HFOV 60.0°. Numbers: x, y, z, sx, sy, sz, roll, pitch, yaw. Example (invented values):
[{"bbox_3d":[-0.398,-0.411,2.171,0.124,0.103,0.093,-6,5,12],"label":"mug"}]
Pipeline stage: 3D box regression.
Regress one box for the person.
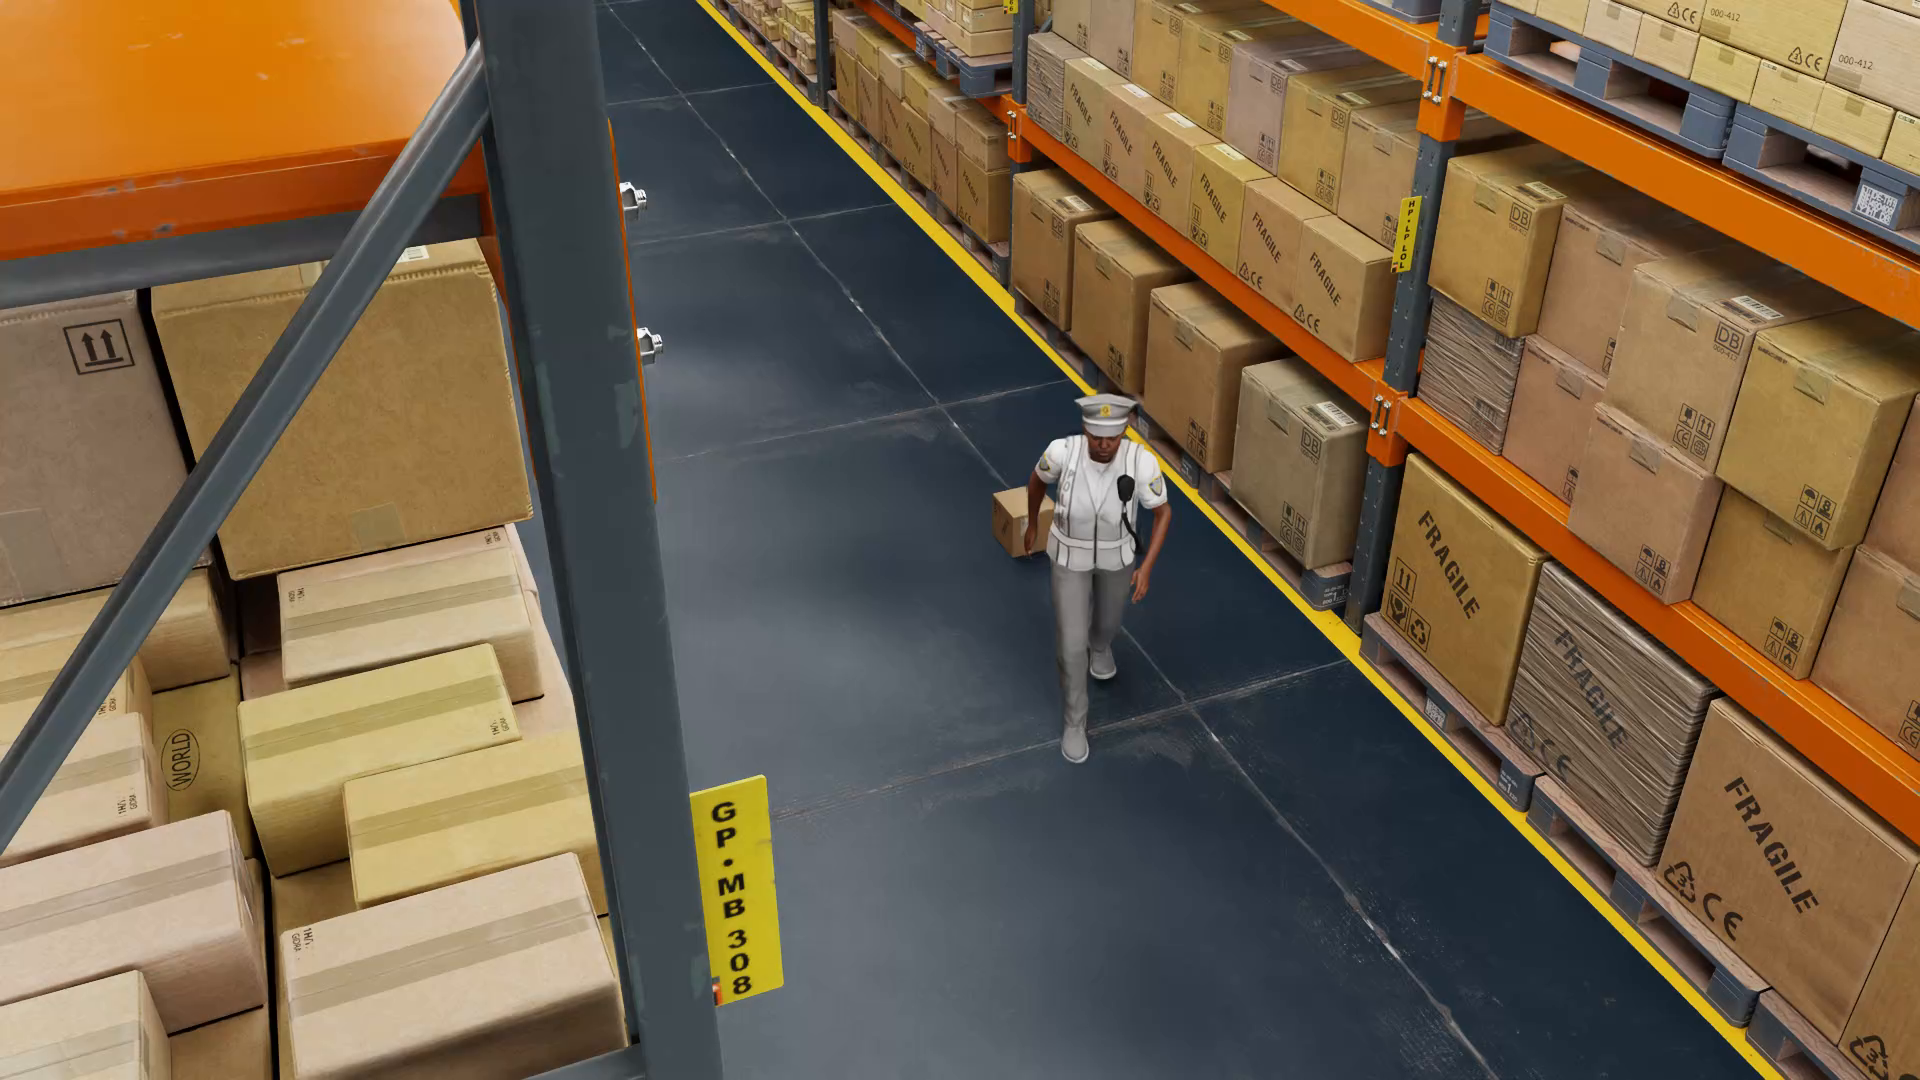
[{"bbox_3d":[0.570,0.055,7.043,0.597,1.692,0.785,0,34,0],"label":"person"}]
